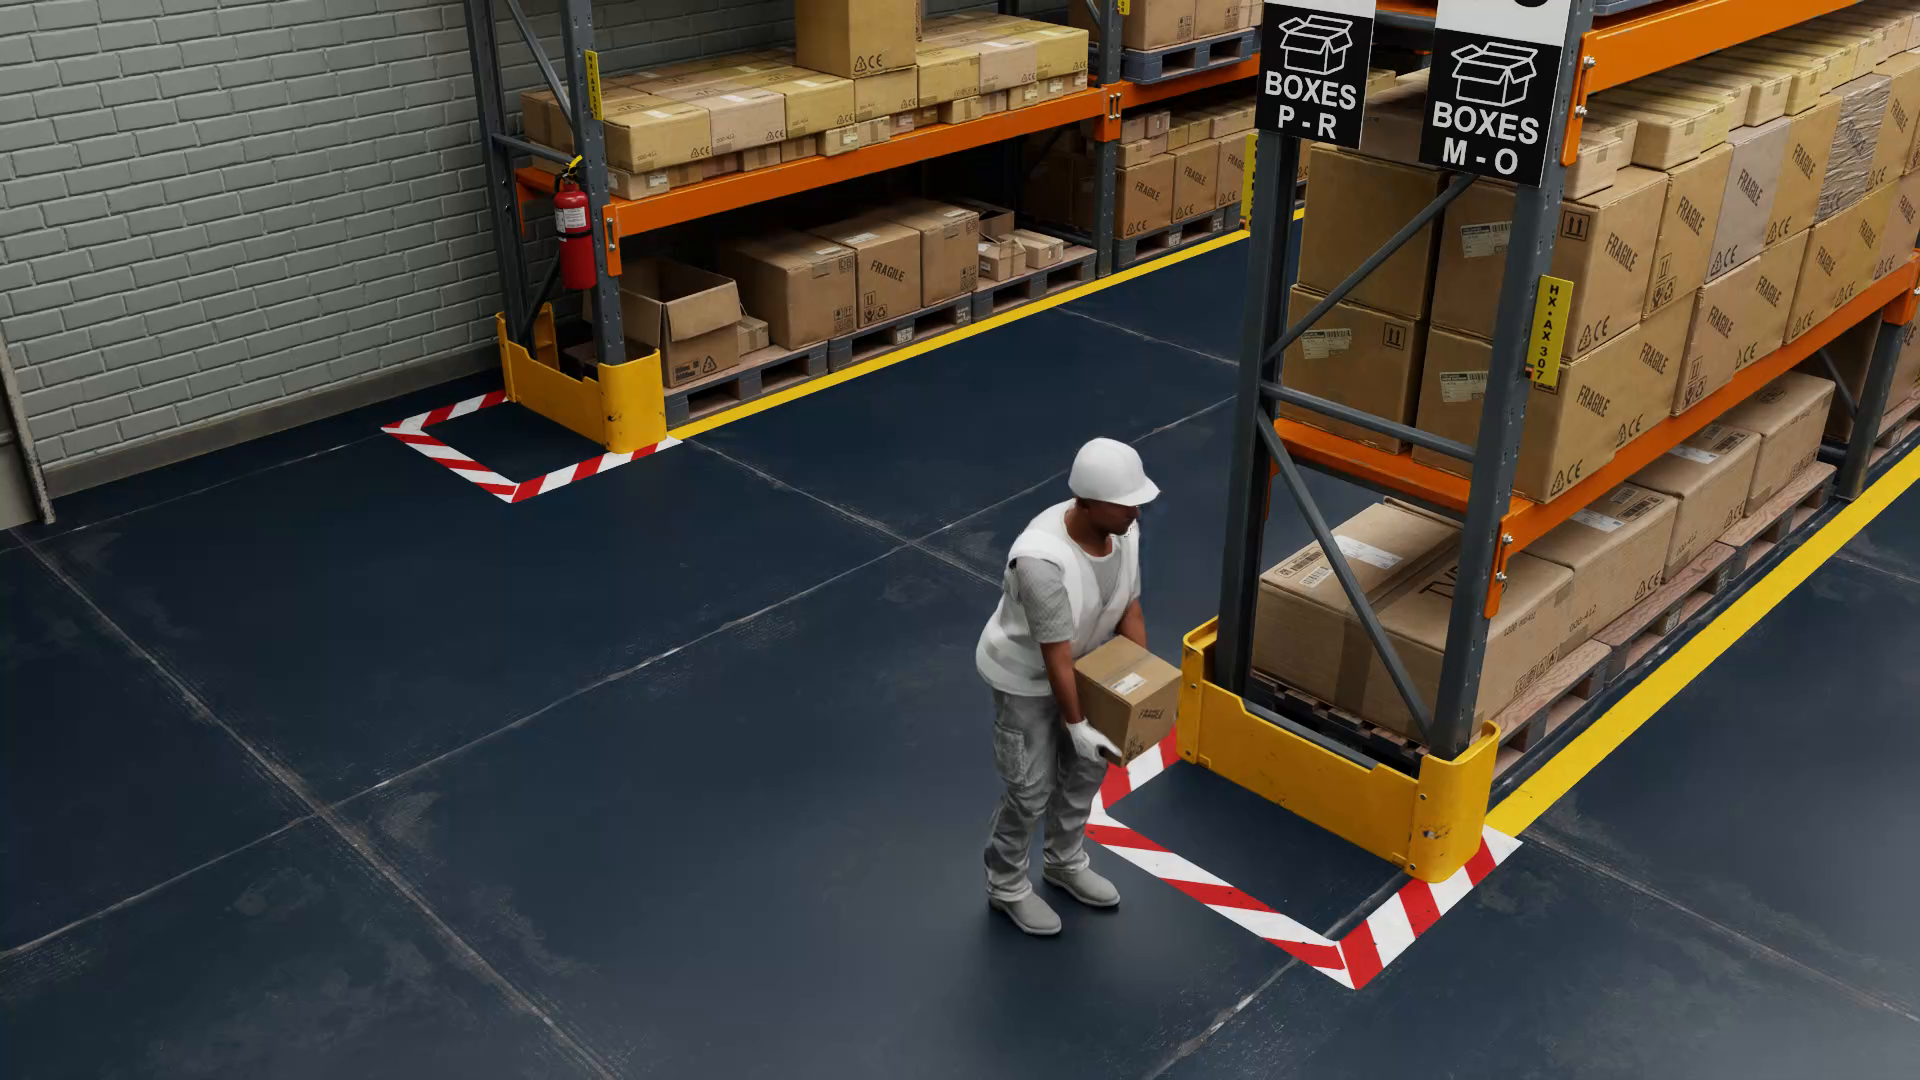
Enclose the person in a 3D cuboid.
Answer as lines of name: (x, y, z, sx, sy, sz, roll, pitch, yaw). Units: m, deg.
person: (0.346, 0.438, 5.254, 0.567, 1.787, 0.511, 24, 36, 38)
